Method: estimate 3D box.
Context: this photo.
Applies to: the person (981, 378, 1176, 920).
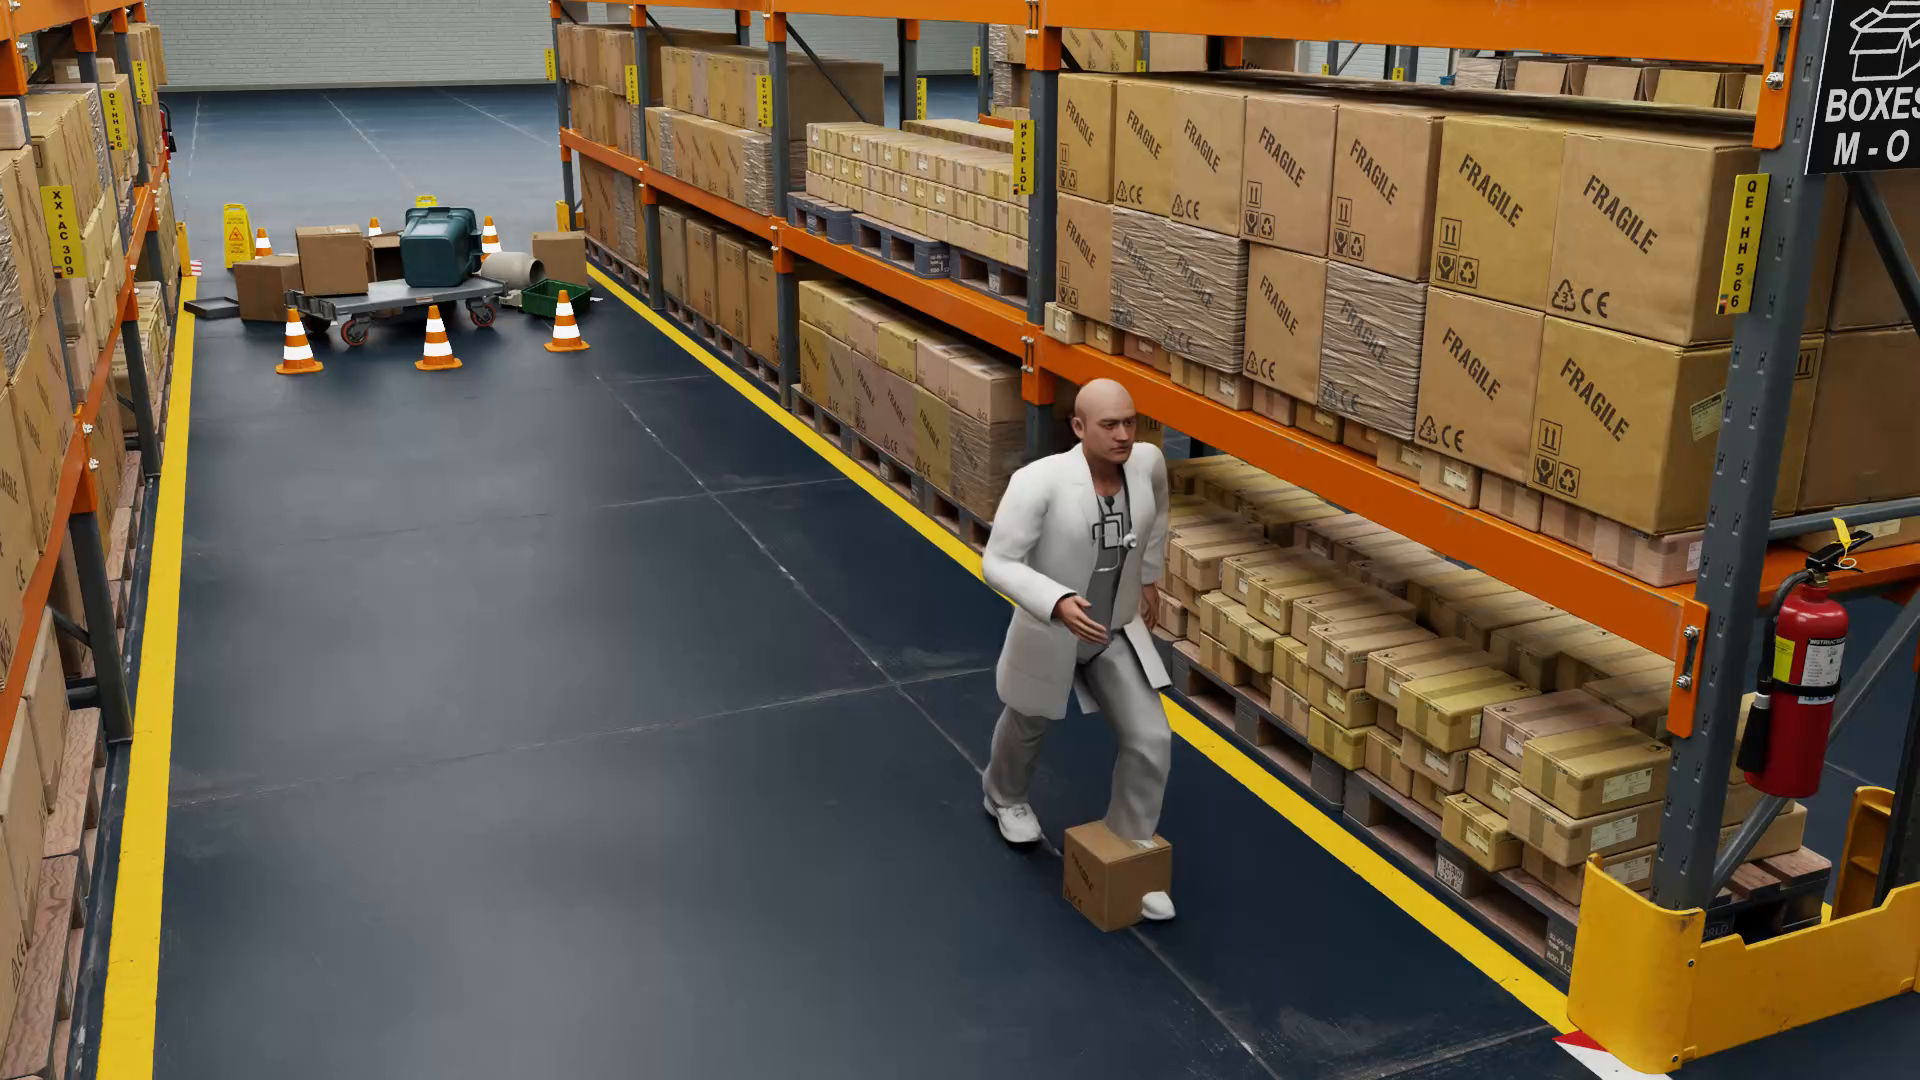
[{"bbox_3d":[0.376,0.287,5.303,0.716,1.693,0.992,-6,19,-17],"label":"person"}]
